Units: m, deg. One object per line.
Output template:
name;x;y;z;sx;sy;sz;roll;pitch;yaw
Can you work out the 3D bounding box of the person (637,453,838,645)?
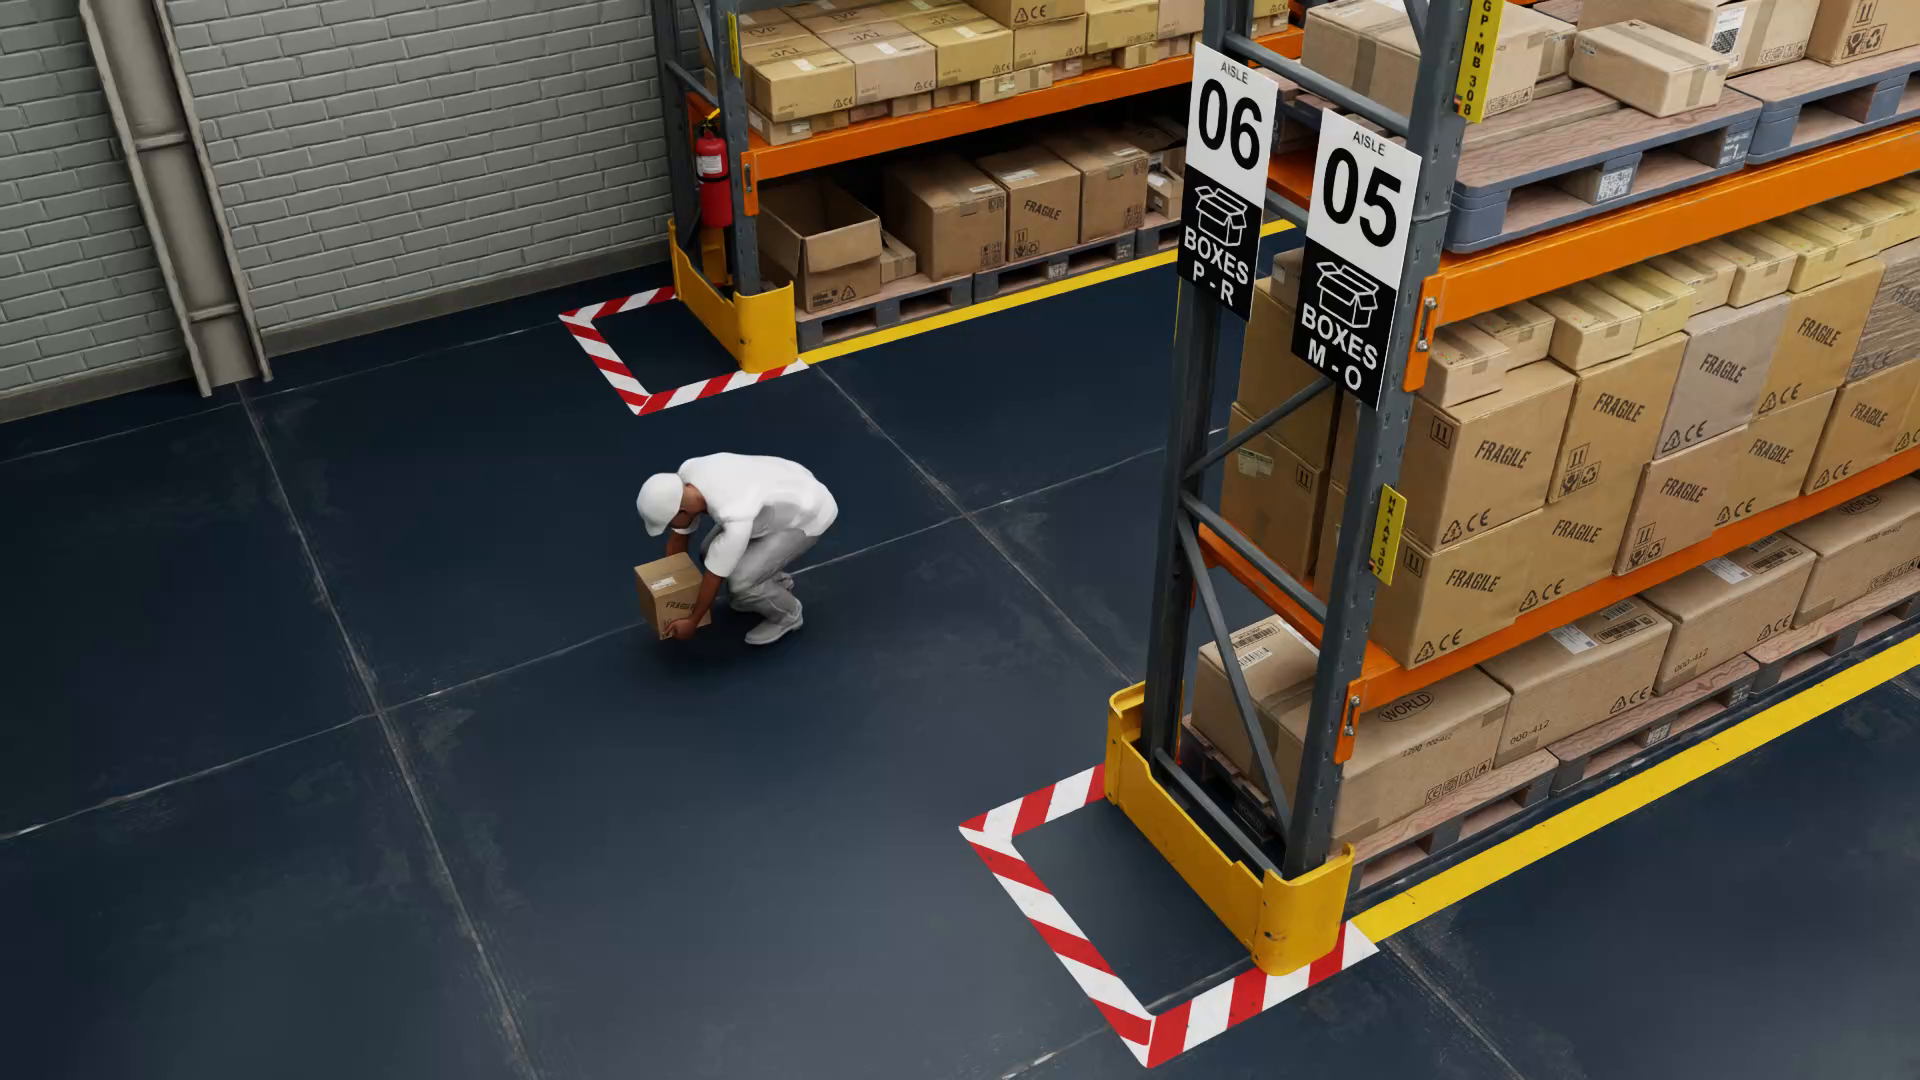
person;-0.992;0.018;7.526;0.919;1.008;0.532;-20;41;-25
